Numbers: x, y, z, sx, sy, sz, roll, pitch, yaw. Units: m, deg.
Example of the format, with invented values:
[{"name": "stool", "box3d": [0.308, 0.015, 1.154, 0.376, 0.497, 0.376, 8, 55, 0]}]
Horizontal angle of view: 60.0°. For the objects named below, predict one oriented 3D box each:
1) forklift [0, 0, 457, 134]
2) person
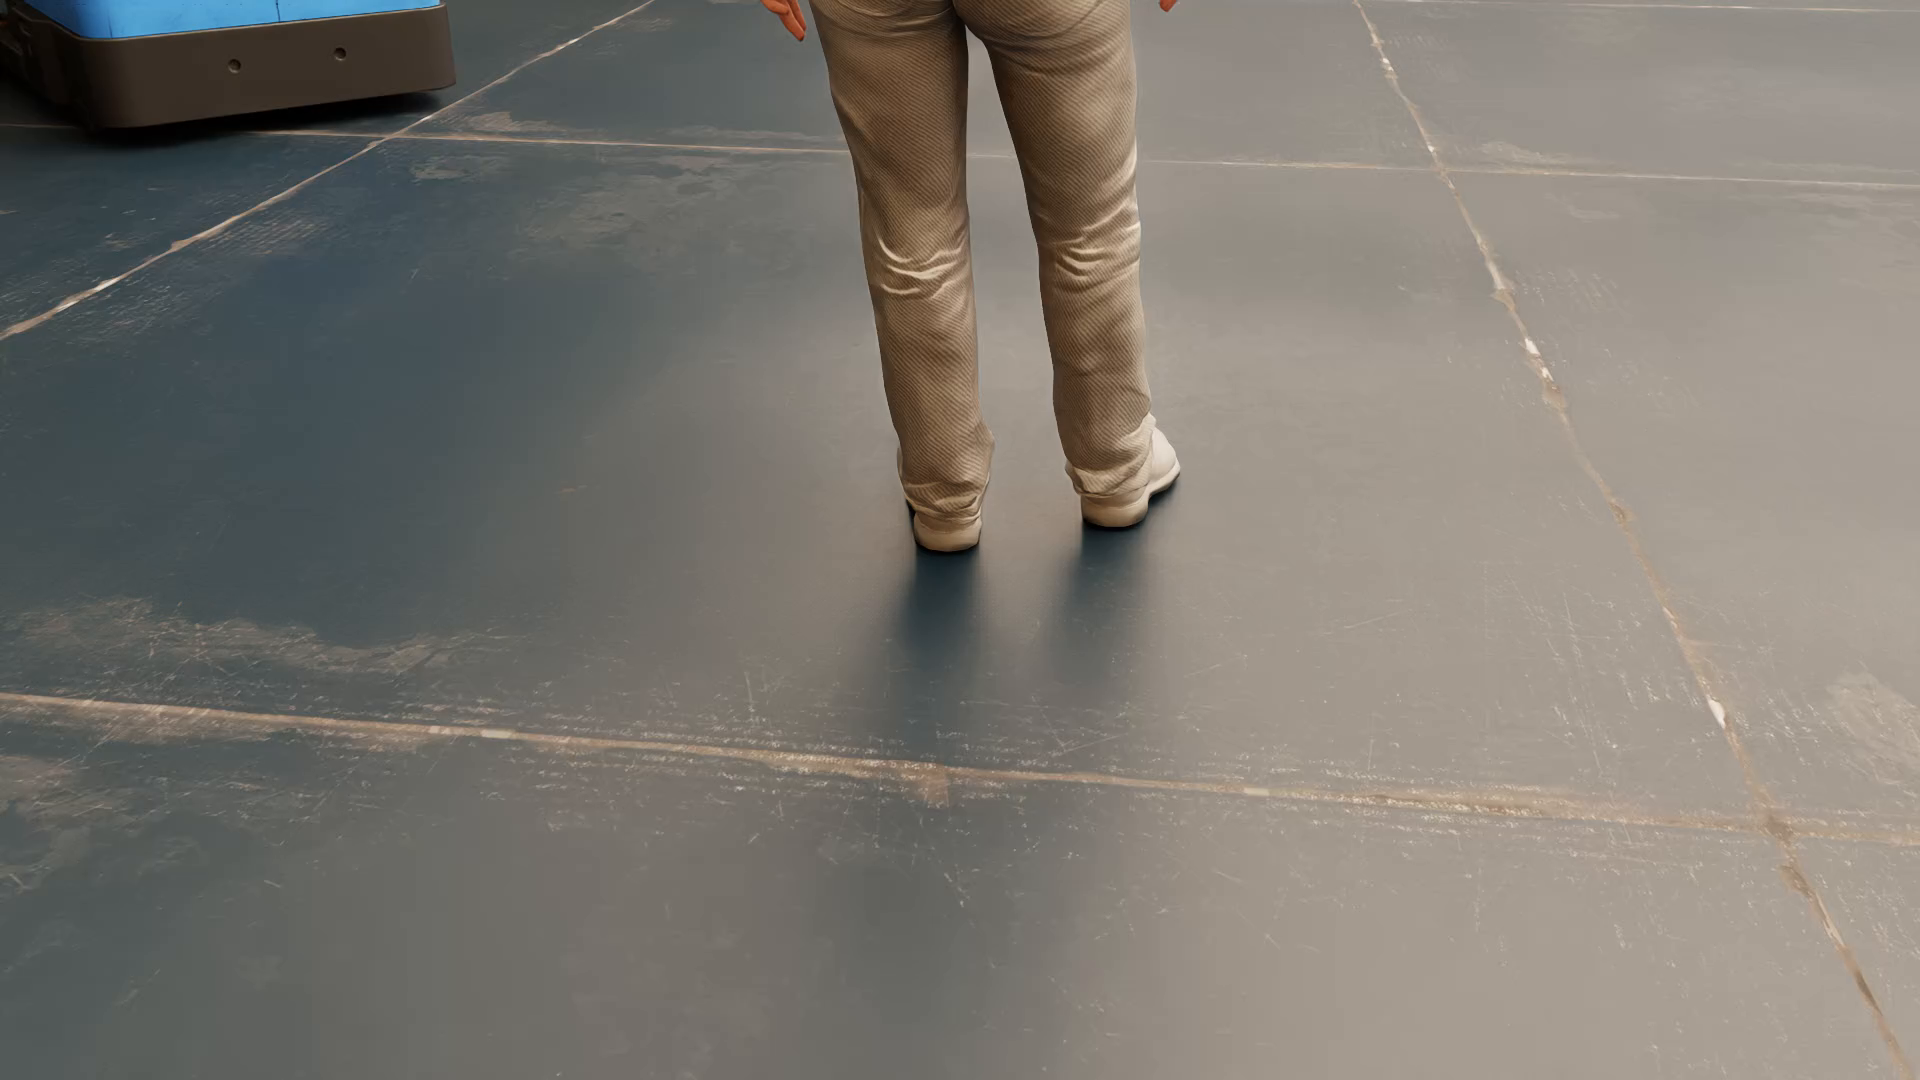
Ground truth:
[{"name": "forklift", "box3d": [-2.864, -3.057, 5.345, 1.130, 2.935, 3.031, -19, 32, -33]}, {"name": "person", "box3d": [0.016, -0.827, 2.155, 0.632, 1.773, 0.568, 3, 27, 7]}]
